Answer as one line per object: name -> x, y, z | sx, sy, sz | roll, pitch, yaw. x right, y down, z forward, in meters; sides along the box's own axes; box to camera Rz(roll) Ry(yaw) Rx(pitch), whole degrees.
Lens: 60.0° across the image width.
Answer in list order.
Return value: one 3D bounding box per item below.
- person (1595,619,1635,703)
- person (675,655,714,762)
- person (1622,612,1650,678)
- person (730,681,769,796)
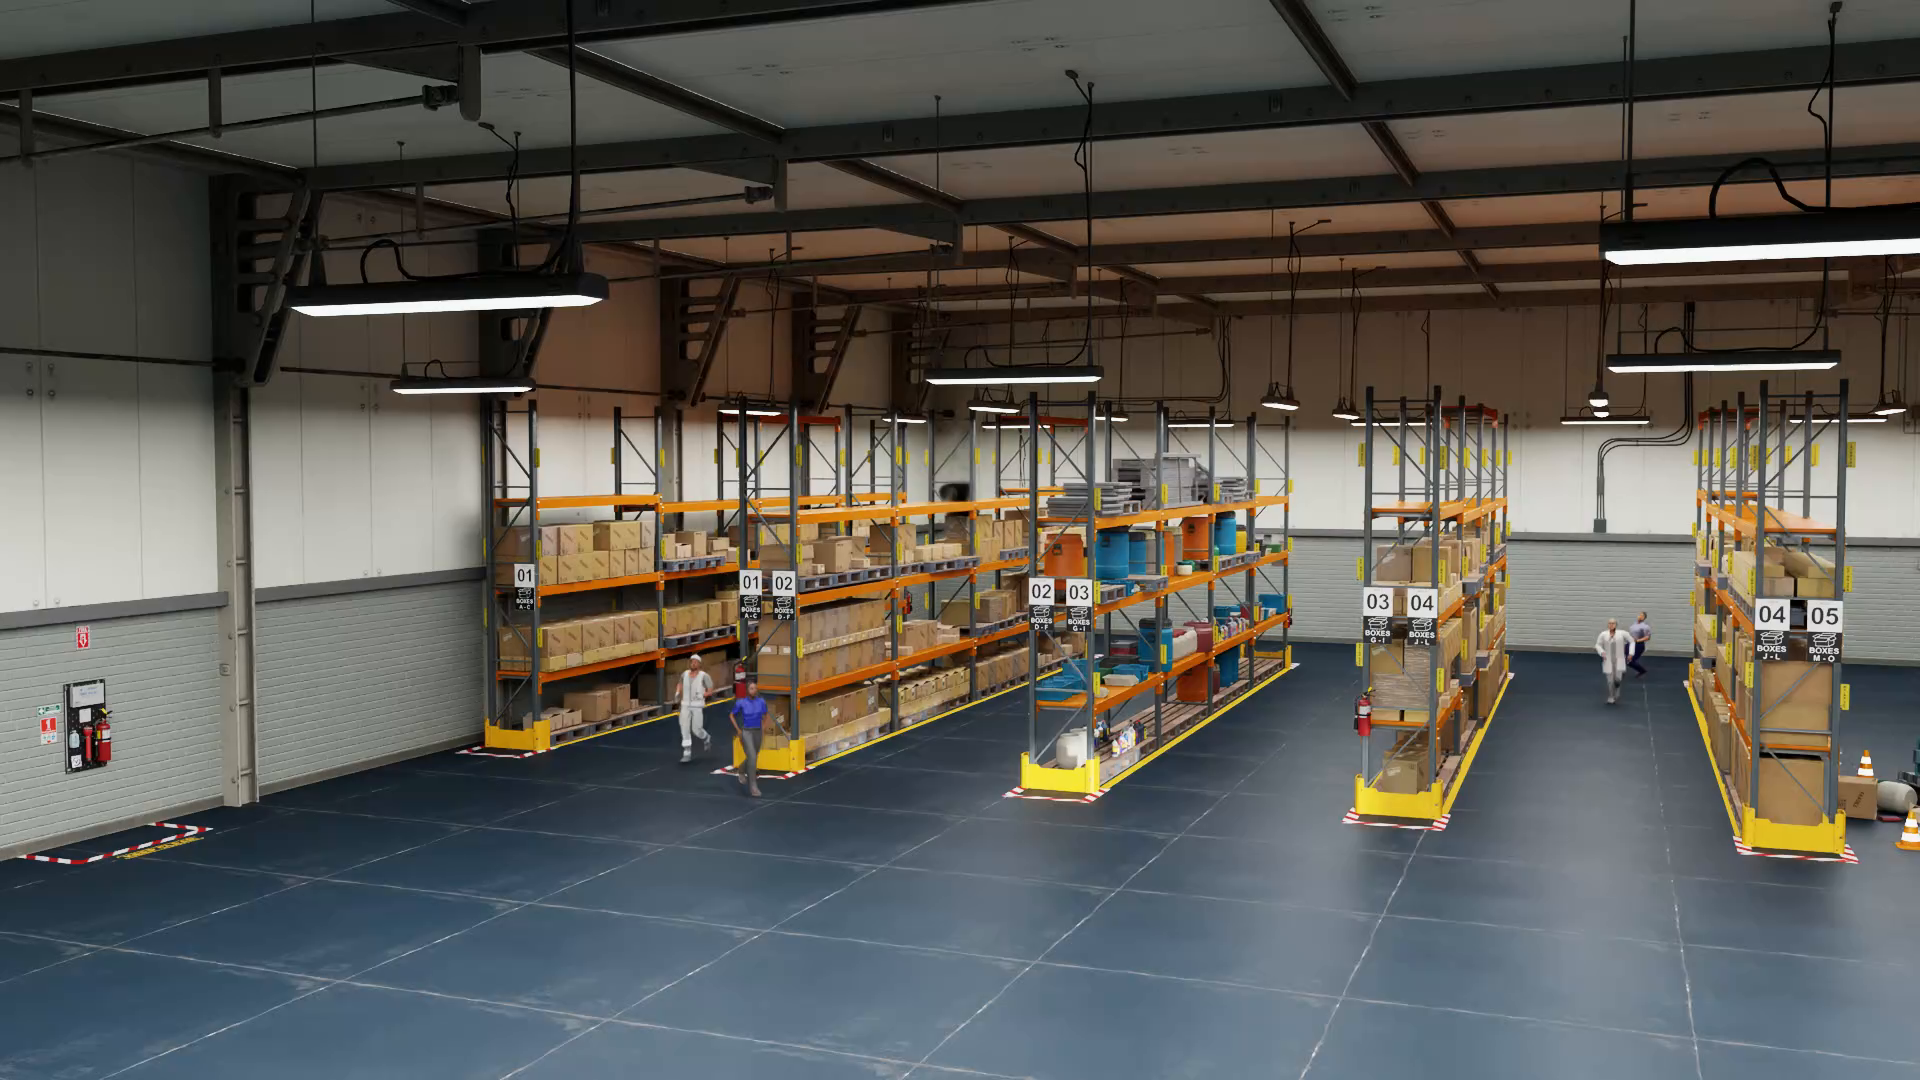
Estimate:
person -> 13.289, 2.467, 33.779 | 0.747, 1.732, 0.690 | 1, 3, 28
person -> -4.451, 2.776, 27.537 | 0.676, 1.731, 0.910 | 1, 3, 10
person -> 15.115, 2.385, 37.336 | 0.682, 1.584, 0.724 | 0, 3, -10
person -> -3.132, 2.938, 24.895 | 0.591, 1.667, 0.809 | -2, 3, -34
